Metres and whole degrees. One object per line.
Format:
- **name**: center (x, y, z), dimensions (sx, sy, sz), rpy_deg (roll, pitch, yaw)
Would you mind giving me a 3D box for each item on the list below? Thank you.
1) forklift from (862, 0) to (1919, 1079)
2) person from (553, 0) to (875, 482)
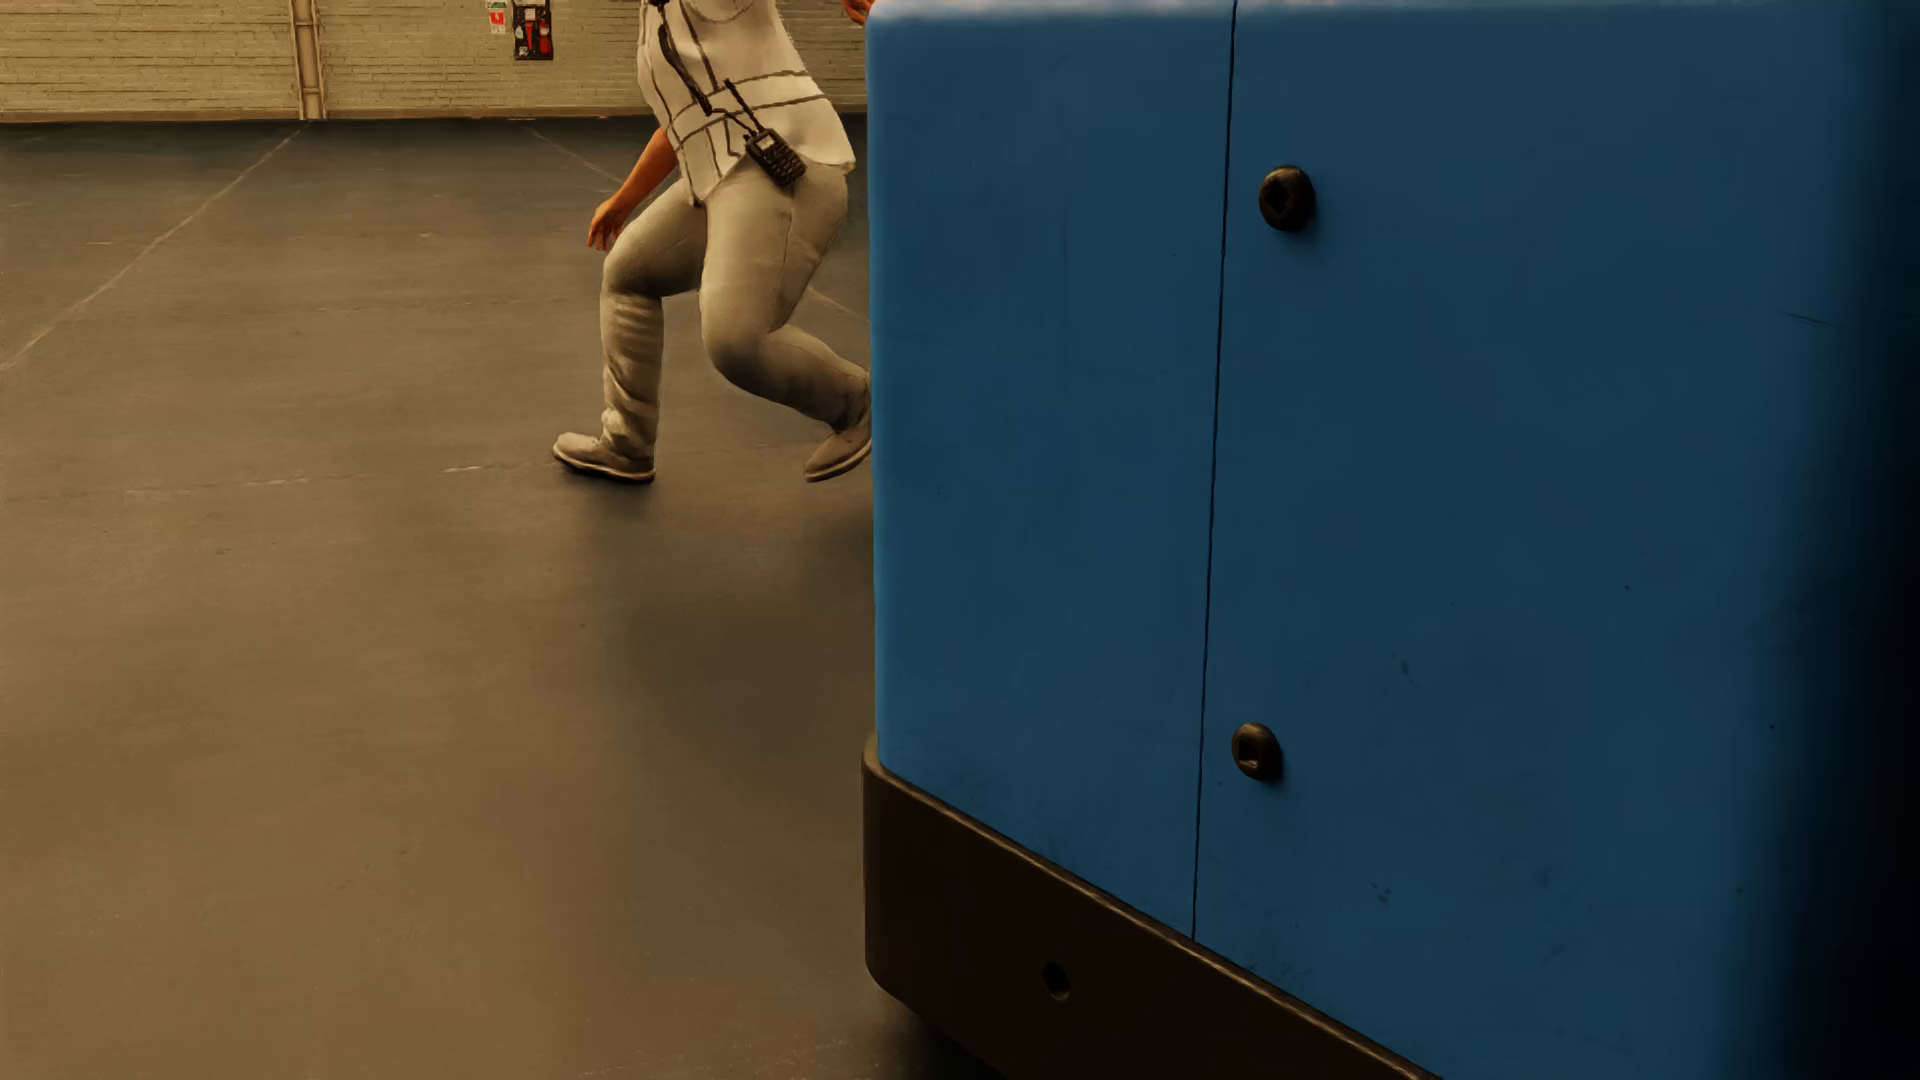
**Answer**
- **forklift**: center (1.372, -1.042, 1.907), dimensions (3.031, 2.935, 1.130), rpy_deg (-12, 20, -36)
- **person**: center (-0.506, -0.766, 3.679), dimensions (0.703, 1.405, 1.098), rpy_deg (-7, 18, -22)
